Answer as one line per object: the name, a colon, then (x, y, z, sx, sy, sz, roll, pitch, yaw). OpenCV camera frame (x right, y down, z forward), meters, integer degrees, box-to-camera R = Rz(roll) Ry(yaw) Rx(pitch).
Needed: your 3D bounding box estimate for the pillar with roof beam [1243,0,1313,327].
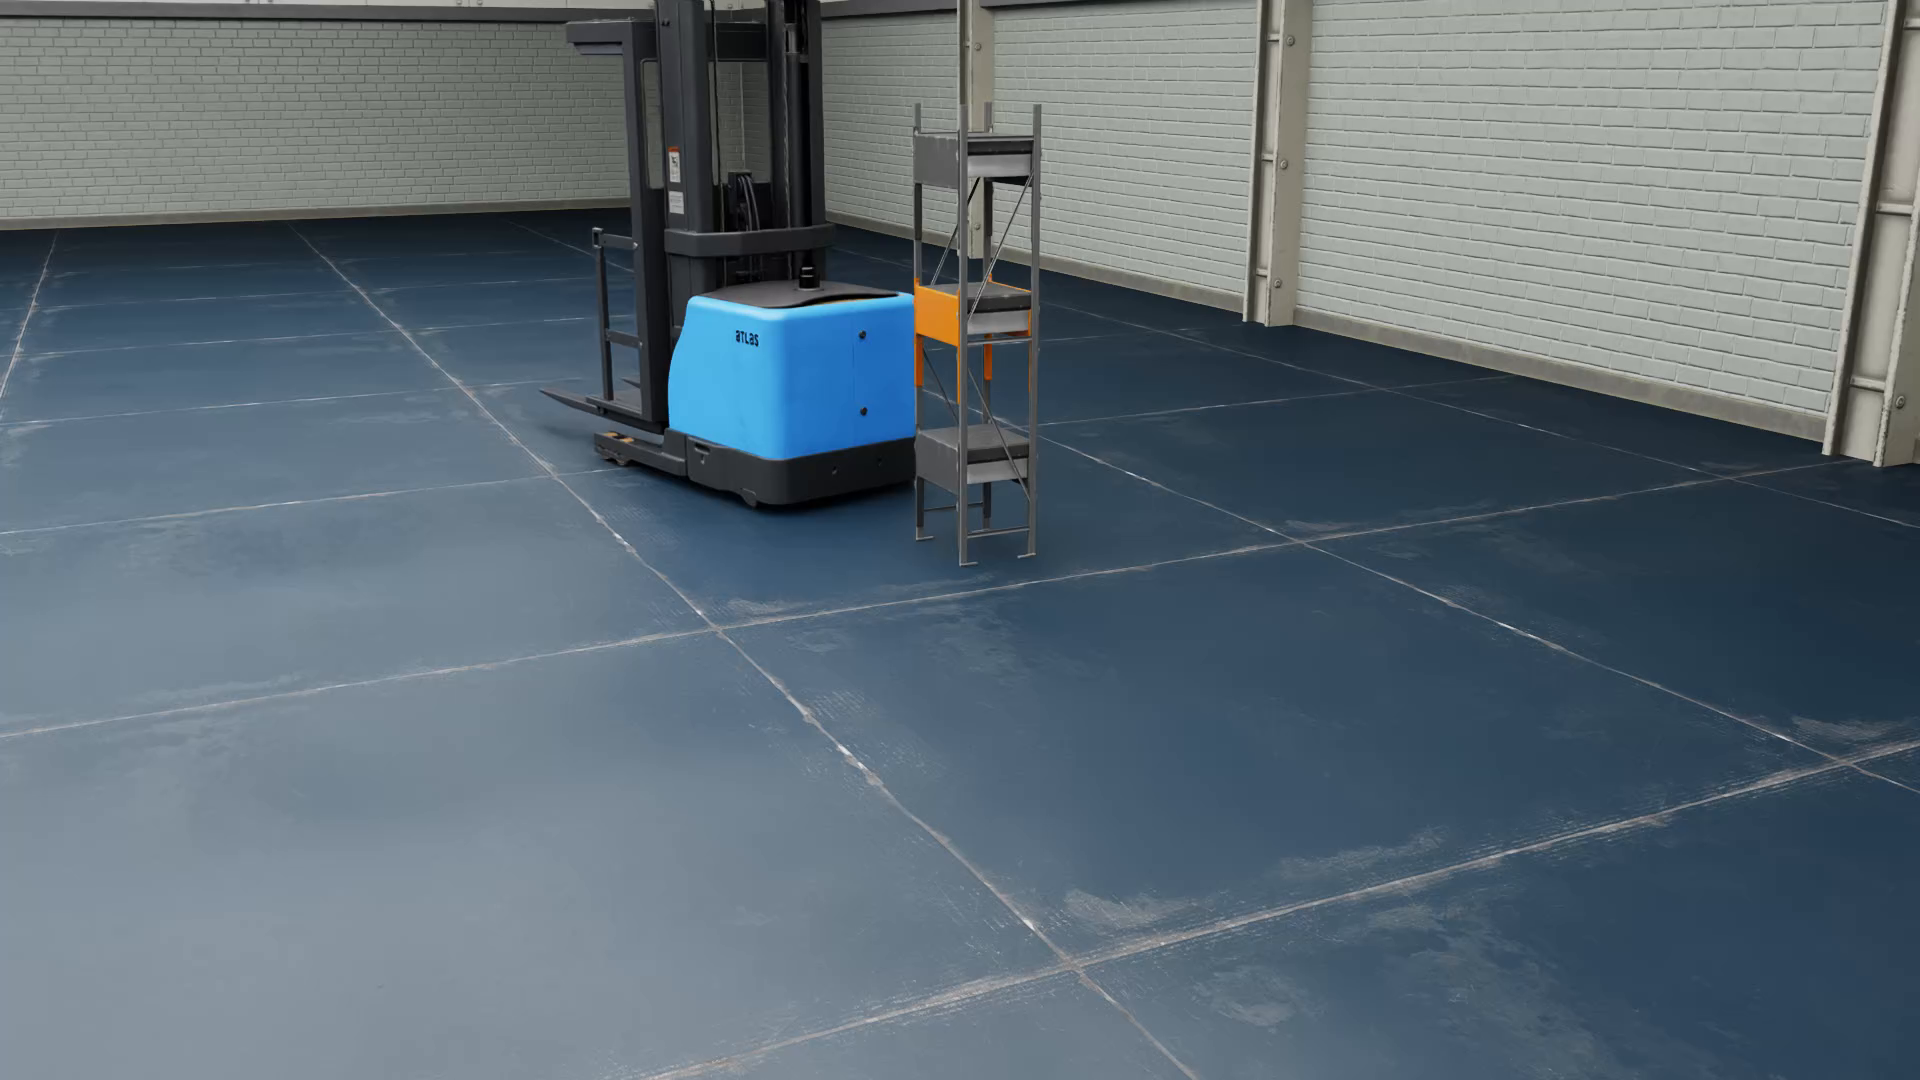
pillar with roof beam: (-1.054, -5.787, 12.102, 9.100, 9.000, 0.400, -8, 18, -25)

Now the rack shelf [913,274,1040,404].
rack shelf: (0.073, -0.955, 7.822, 0.431, 0.518, 0.480, -8, 18, -25)

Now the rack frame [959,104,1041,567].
rack frame: (0.179, -0.908, 7.607, 0.400, 2.100, 0.015, -8, 18, -25)

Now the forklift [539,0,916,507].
forklift: (-1.527, -1.922, 9.633, 1.130, 2.935, 3.031, -13, 21, -38)

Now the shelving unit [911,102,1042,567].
shelving unit: (0.073, -0.968, 7.818, 0.431, 2.100, 0.503, -8, 18, -25)

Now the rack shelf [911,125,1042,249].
rack shelf: (0.073, -1.628, 7.629, 0.431, 0.518, 0.480, -8, 18, -25)

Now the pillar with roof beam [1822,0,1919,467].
pillar with roof beam: (1.574, -4.299, 6.918, 9.100, 9.000, 0.400, -8, 18, -25)

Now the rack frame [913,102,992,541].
rack frame: (-0.034, -1.029, 8.029, 0.400, 2.100, 0.015, -8, 18, -25)

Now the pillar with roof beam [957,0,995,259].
pillar with roof beam: (-3.683, -7.275, 17.287, 9.100, 9.000, 0.400, -8, 18, -25)

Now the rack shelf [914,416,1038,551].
rack shelf: (0.073, -0.282, 8.015, 0.431, 0.518, 0.480, -8, 18, -25)
